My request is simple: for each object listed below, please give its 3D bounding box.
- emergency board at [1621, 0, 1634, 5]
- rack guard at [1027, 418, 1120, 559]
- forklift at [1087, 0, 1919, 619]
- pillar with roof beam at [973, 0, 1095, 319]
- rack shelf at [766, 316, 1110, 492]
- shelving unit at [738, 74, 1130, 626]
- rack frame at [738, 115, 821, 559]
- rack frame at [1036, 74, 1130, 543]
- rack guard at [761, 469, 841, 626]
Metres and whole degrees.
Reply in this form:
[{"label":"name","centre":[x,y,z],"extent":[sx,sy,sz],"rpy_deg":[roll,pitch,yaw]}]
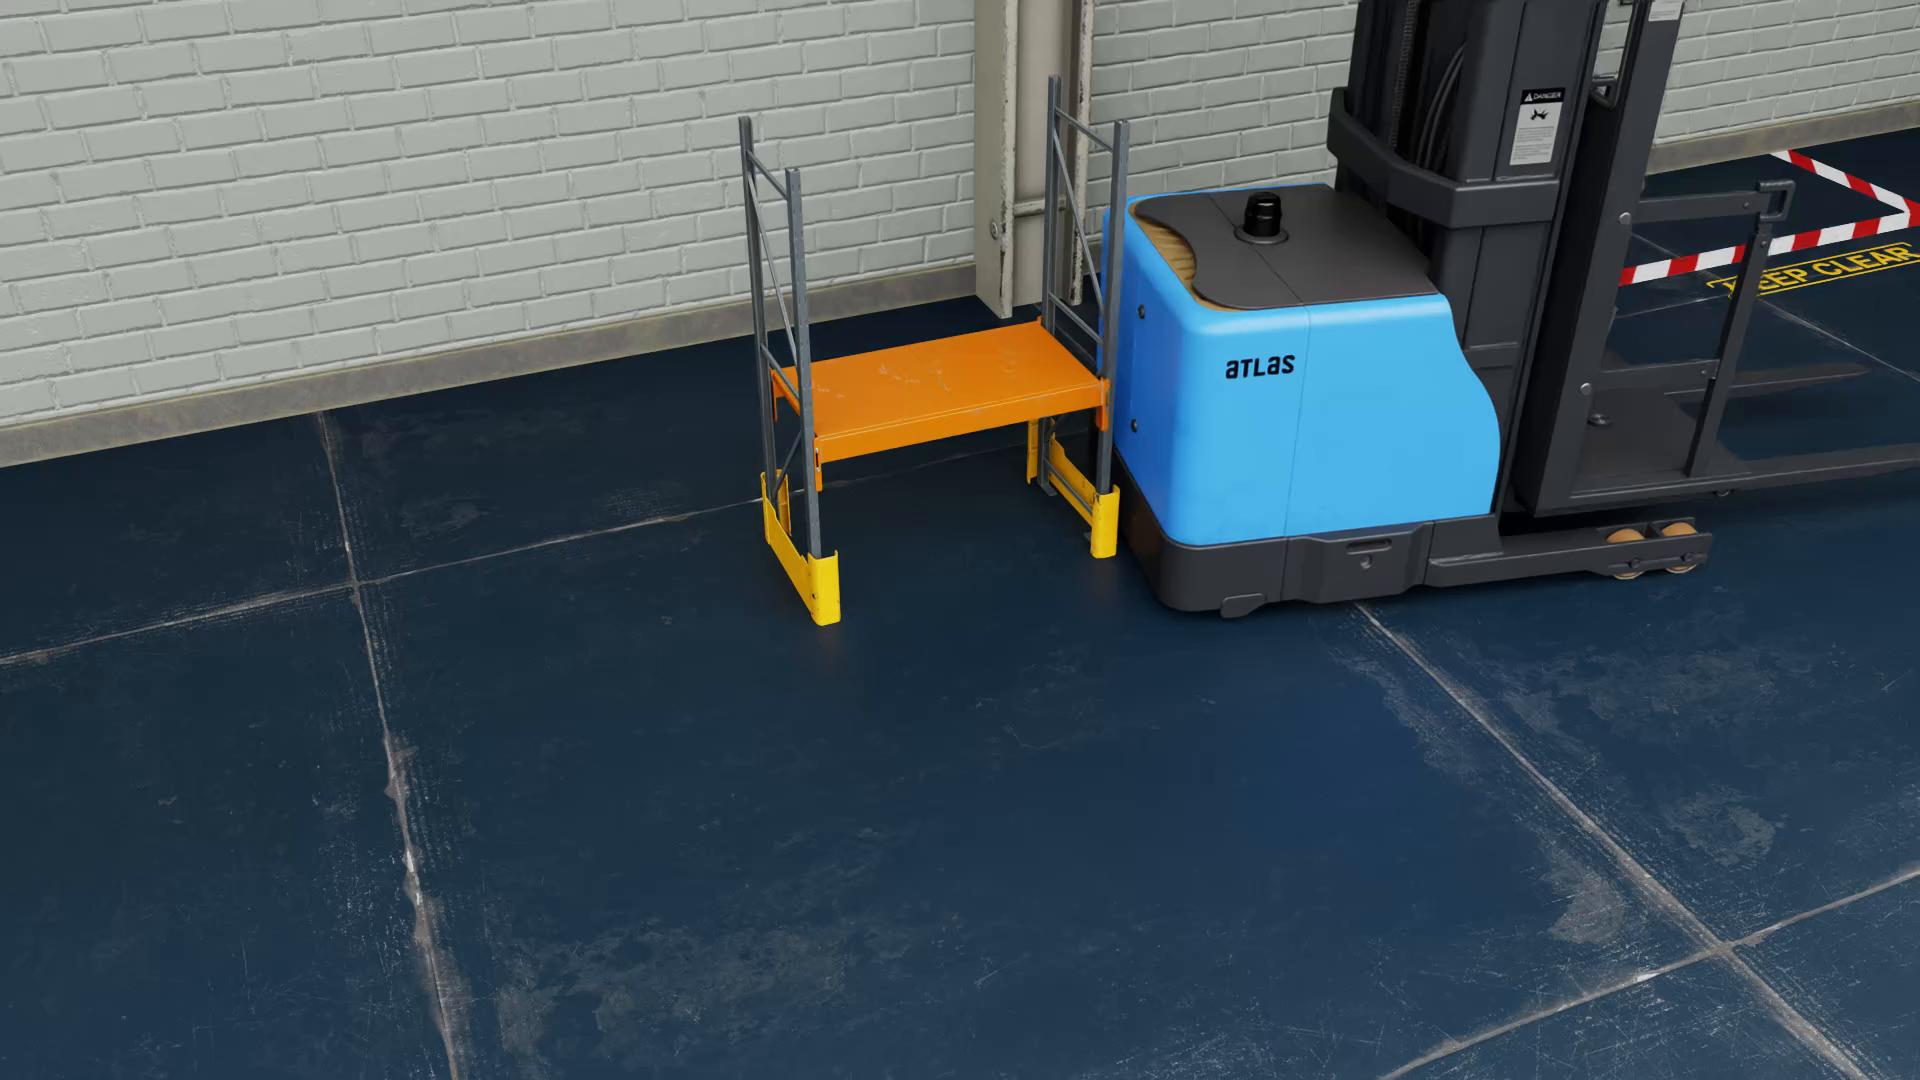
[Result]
[{"label":"emergency board","centre":[3.524,-3.110,7.779],"extent":[0.626,1.169,0.157],"rpy_deg":[-13,35,-19]},{"label":"rack guard","centre":[0.389,-0.194,5.819],"extent":[0.087,0.250,0.587],"rpy_deg":[-13,35,-19]},{"label":"forklift","centre":[2.033,-1.373,5.173],"extent":[3.031,2.935,1.130],"rpy_deg":[-6,34,-10]},{"label":"pillar with roof beam","centre":[1.967,-2.688,1.630],"extent":[0.400,9.000,9.100],"rpy_deg":[-13,35,-19]},{"label":"rack shelf","centre":[-0.079,-0.460,5.411],"extent":[1.000,0.185,0.538],"rpy_deg":[-13,35,-19]},{"label":"shelving unit","centre":[-0.070,-0.613,5.316],"extent":[1.083,1.500,0.587],"rpy_deg":[-13,35,-19]},{"label":"rack frame","centre":[-0.547,-0.503,5.148],"extent":[0.032,1.500,0.500],"rpy_deg":[-13,35,-19]},{"label":"rack frame","centre":[0.390,-0.718,5.478],"extent":[0.032,1.500,0.500],"rpy_deg":[-13,35,-19]},{"label":"rack guard","centre":[-0.529,0.016,5.495],"extent":[0.087,0.250,0.587],"rpy_deg":[-13,35,-19]}]
